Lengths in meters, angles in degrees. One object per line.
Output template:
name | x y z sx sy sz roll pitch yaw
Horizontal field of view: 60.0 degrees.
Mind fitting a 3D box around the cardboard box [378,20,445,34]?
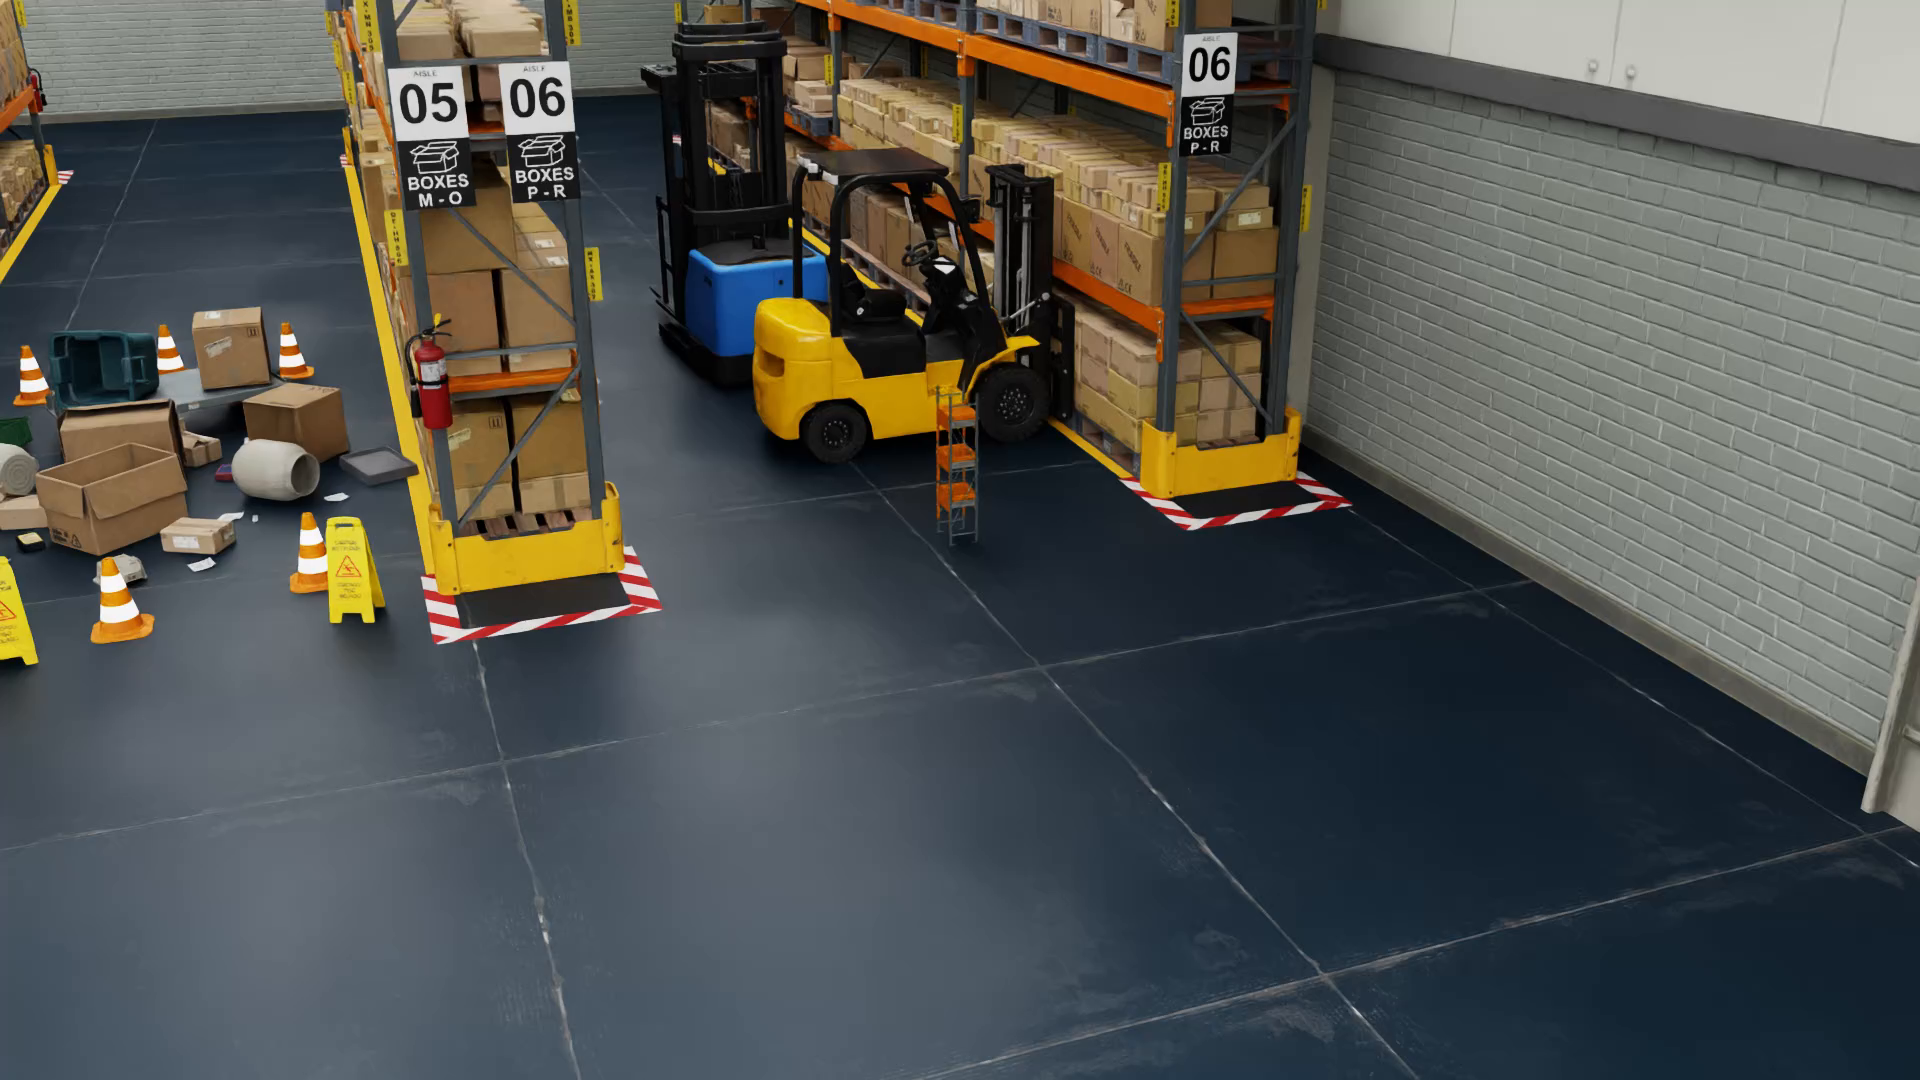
cardboard box | -3.301 -3.047 10.051 0.380 0.149 0.250 -9 24 -20

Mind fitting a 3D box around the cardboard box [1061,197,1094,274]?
cardboard box | 1.124 -2.388 12.926 0.500 0.500 0.500 -9 24 -20

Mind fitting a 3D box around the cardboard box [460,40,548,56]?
cardboard box | -2.840 -2.995 10.442 0.500 0.250 0.500 -9 24 -20

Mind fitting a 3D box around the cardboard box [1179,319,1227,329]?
cardboard box | 1.727 -1.592 12.878 0.500 0.250 0.500 -8 24 -19

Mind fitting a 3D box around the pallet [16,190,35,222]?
pallet | -12.282 -4.184 20.904 1.003 0.211 1.213 -8 24 -19

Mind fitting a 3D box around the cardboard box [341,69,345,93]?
cardboard box | -7.763 -6.048 21.608 0.500 0.500 0.500 -9 24 -20

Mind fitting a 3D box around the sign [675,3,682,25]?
sign | -4.260 -7.961 25.163 0.100 0.325 0.005 -8 24 -19

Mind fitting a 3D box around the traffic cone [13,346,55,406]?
traffic cone | -7.812 -1.404 13.985 0.336 0.463 0.334 -8 24 -19

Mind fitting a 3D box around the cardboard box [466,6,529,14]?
cardboard box | -3.024 -3.405 10.902 0.380 0.149 0.250 -8 24 -18

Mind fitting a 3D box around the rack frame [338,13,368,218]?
rack frame | -6.982 -5.501 20.440 1.000 3.000 0.127 -8 24 -19

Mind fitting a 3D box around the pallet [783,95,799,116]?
pallet | -1.618 -5.348 20.323 1.003 0.211 1.213 -8 24 -19

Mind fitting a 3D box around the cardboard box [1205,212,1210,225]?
cardboard box | 1.876 -2.408 12.138 0.380 0.149 0.250 -8 24 -19

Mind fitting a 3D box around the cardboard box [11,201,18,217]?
cardboard box | -11.499 -3.938 19.862 0.380 0.149 0.250 -8 24 -17

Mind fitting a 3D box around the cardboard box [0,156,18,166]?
cardboard box | -12.152 -4.756 21.035 0.380 0.149 0.250 -9 25 -21

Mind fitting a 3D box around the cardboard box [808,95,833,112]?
cardboard box | -1.517 -4.994 19.020 0.380 0.149 0.250 -8 24 -18

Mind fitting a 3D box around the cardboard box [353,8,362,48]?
cardboard box | -4.256 -3.847 12.464 0.500 0.250 0.500 -9 24 -20

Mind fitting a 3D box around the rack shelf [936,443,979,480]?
rack shelf | -0.019 -0.493 11.096 0.215 0.259 0.240 -8 24 -19

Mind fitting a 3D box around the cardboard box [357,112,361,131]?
cardboard box | -5.978 -4.350 17.259 0.500 0.250 0.500 -8 24 -19

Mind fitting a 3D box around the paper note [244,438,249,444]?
paper note | -5.564 -0.800 13.108 0.148 0.019 0.142 -8 24 -19

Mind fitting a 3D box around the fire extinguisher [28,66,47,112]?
fire extinguisher | -12.647 -6.186 22.645 0.296 0.674 0.183 -8 24 -19

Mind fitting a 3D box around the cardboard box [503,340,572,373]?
cardboard box | -2.669 -1.177 10.504 0.380 0.149 0.250 -8 24 -19

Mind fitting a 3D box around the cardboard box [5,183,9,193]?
cardboard box | -11.791 -4.240 20.194 0.380 0.149 0.250 -10 25 -22

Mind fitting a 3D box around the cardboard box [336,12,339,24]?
cardboard box | -7.388 -6.375 20.262 0.380 0.149 0.250 -9 24 -20

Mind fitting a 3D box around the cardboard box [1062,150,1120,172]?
cardboard box | 1.029 -2.963 13.072 0.380 0.149 0.250 -8 24 -18

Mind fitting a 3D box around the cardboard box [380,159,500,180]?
cardboard box | -3.299 -2.126 10.632 0.700 0.500 0.500 -8 24 -18

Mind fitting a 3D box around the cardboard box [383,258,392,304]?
cardboard box | -5.110 -2.557 16.297 0.950 0.372 0.625 -9 24 -20

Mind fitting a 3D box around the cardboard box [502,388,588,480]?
cardboard box | -2.778 -0.753 11.208 0.500 0.500 0.500 -9 25 -21

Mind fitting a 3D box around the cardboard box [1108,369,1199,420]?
cardboard box | 1.435 -1.114 12.388 0.500 0.250 0.500 -9 24 -20

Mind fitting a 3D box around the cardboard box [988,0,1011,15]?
cardboard box | 0.553 -4.522 13.700 0.500 0.311 0.500 -8 24 -18

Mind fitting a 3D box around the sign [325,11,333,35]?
sign | -8.916 -7.316 23.529 0.100 0.325 0.005 -8 24 -19

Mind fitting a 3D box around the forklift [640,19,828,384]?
forklift | -2.196 -3.228 15.136 1.130 2.935 3.031 -10 25 -22

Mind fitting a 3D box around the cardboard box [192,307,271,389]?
cardboard box | -5.810 -1.536 13.277 0.500 0.500 0.500 -8 24 -19

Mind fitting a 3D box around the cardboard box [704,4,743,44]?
cardboard box | -3.314 -7.304 23.561 0.500 0.500 0.500 -8 24 -18

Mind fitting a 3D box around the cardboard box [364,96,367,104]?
cardboard box | -5.242 -3.849 15.467 0.500 0.500 0.500 -8 24 -18

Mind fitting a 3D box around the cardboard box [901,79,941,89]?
cardboard box | -0.425 -4.905 18.062 0.380 0.149 0.250 -8 24 -18

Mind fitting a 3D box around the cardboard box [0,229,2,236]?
cardboard box | -11.080 -3.593 18.590 0.500 0.500 0.500 -9 24 -20

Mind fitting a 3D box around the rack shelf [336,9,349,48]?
rack shelf | -6.275 -5.825 18.273 1.077 0.370 4.000 -8 24 -19

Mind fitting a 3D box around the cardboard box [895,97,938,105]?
cardboard box | -0.441 -4.370 16.793 0.380 0.149 0.250 -8 24 -19

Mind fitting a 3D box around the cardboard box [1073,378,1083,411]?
cardboard box | 1.103 -1.242 13.335 0.500 0.250 0.500 -8 24 -18

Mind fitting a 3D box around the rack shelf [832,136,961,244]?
rack shelf | -0.220 -3.672 17.026 1.077 0.370 4.000 -8 24 -19

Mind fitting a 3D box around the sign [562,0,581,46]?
sign | -2.235 -3.001 9.520 0.100 0.325 0.005 -8 24 -19

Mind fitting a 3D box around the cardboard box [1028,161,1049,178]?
cardboard box | 0.778 -3.001 13.544 0.380 0.149 0.250 -9 25 -21

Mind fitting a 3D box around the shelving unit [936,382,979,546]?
shelving unit | -0.019 -0.503 11.092 0.215 1.050 0.252 -8 24 -19

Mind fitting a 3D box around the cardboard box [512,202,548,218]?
cardboard box | -3.205 -2.091 11.837 0.500 0.500 0.500 -9 24 -20

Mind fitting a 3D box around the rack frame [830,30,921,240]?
rack frame | -0.926 -4.730 18.611 1.000 3.000 0.127 -8 24 -19

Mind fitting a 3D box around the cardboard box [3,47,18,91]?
cardboard box | -12.225 -5.923 20.930 0.500 0.500 0.500 -8 24 -19

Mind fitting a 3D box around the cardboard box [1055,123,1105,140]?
cardboard box | 1.038 -3.493 14.329 0.380 0.149 0.250 -9 24 -19

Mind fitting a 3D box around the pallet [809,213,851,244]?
pallet | -1.155 -3.722 19.808 1.003 0.211 1.213 -8 24 -19

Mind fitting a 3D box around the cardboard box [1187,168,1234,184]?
cardboard box | 1.814 -2.651 12.330 0.380 0.149 0.250 -8 24 -18

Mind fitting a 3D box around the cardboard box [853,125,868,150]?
cardboard box | -0.825 -4.283 17.743 0.500 0.250 0.500 -9 24 -20

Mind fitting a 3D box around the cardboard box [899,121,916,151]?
cardboard box | -0.290 -3.954 16.318 0.500 0.250 0.500 -8 24 -18

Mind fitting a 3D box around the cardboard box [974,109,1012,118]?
cardboard box | 0.320 -4.065 16.067 0.380 0.149 0.250 -9 24 -20

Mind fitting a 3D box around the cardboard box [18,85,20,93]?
cardboard box | -12.455 -5.859 21.612 0.380 0.149 0.250 -9 24 -20
